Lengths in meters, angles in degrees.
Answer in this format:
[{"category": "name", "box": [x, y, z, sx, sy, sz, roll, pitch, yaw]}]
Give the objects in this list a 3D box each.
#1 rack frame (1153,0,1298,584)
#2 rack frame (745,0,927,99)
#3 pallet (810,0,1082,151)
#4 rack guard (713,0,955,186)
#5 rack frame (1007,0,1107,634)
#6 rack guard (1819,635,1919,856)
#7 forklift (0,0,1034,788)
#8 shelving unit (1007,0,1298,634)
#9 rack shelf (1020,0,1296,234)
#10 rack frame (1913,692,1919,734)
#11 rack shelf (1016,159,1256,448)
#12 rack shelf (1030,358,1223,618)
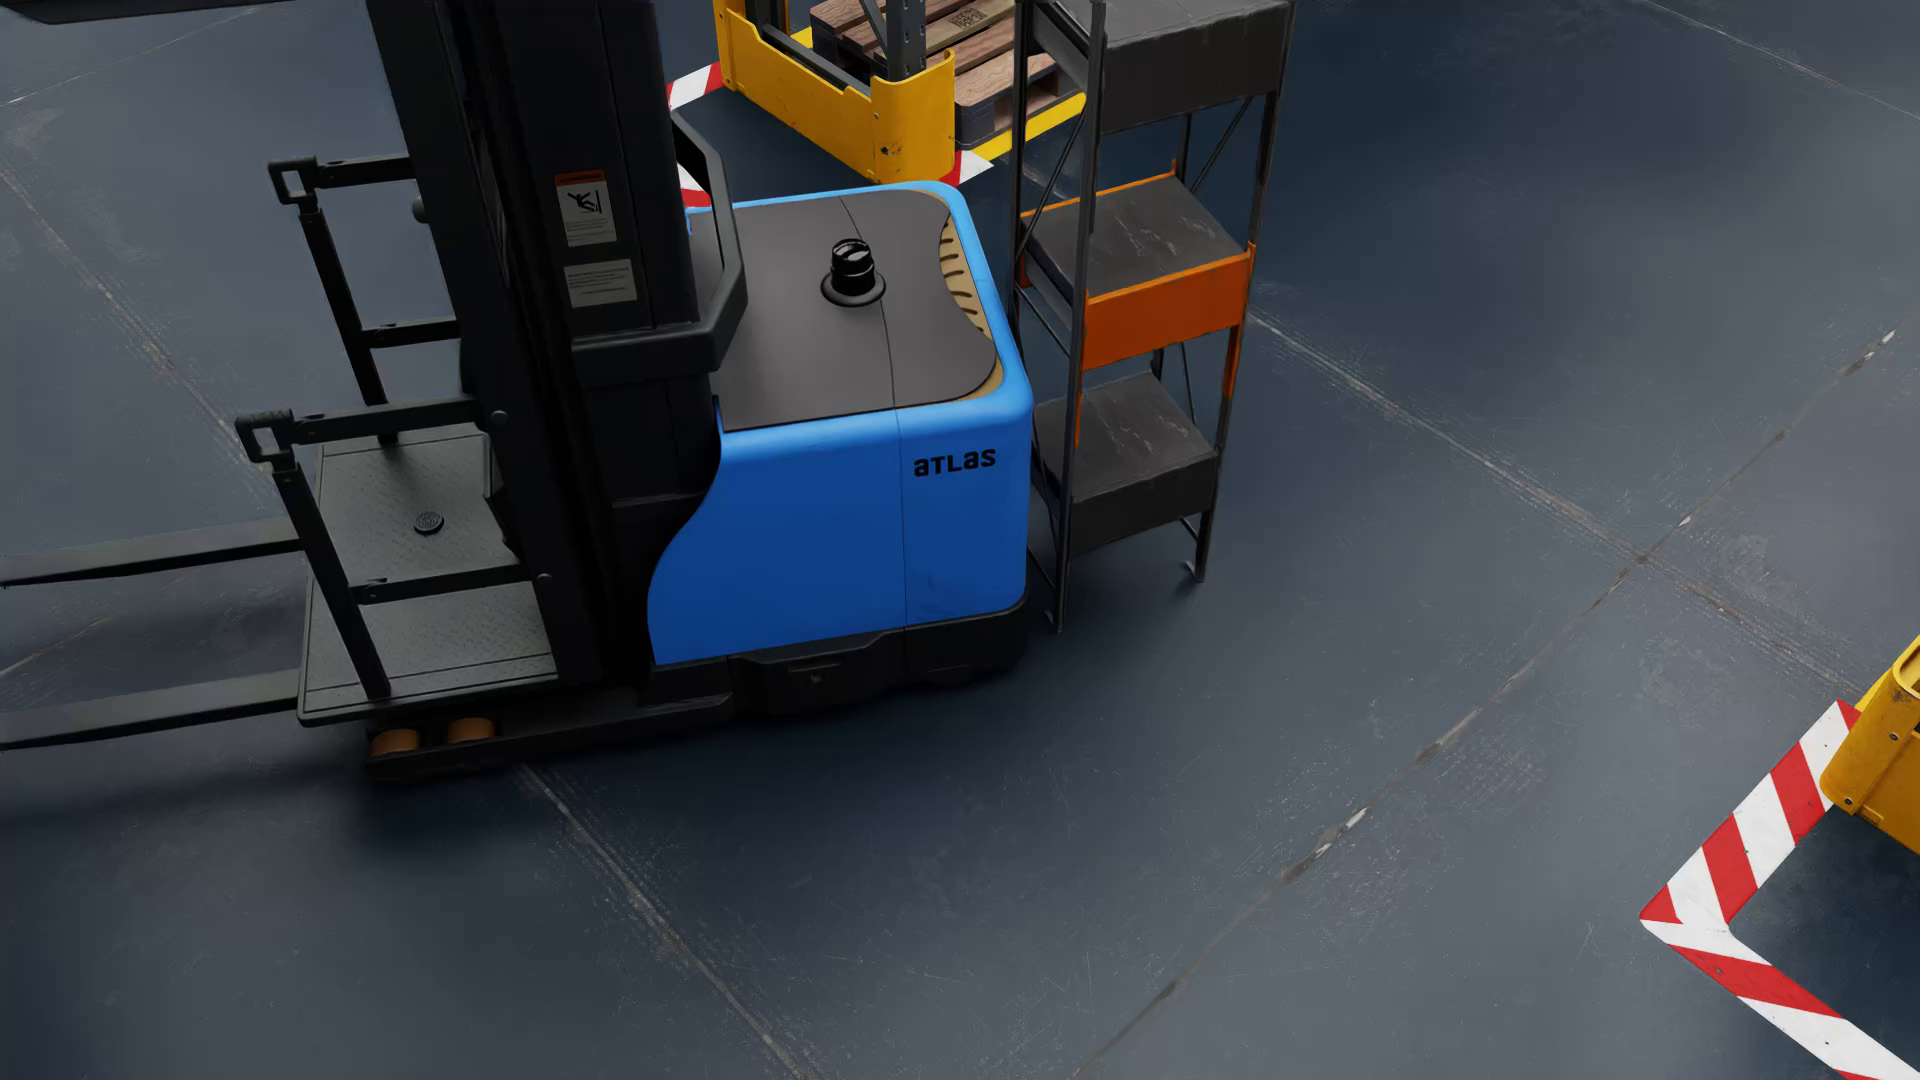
[{"category": "rack frame", "box": [0.662, -0.713, 4.479, 0.015, 2.100, 0.400, -18, 50, -16]}, {"category": "rack frame", "box": [-0.505, -2.755, 5.751, 0.127, 3.000, 1.000, -34, 56, -27]}, {"category": "pallet", "box": [0.131, -2.196, 7.133, 1.213, 0.211, 1.003, -34, 56, -27]}, {"category": "rack guard", "box": [-0.514, -1.889, 6.653, 0.348, 0.500, 1.175, -34, 56, -27]}, {"category": "rack frame", "box": [0.217, -0.565, 4.342, 0.015, 2.100, 0.400, -18, 50, -16]}, {"category": "rack guard", "box": [2.880, 0.750, 4.218, 0.348, 0.500, 1.175, -34, 56, -27]}, {"category": "forklift", "box": [-1.372, -0.741, 3.940, 3.031, 2.935, 1.130, -9, 48, -8]}, {"category": "shelving unit", "box": [0.439, -0.639, 4.411, 0.503, 2.100, 0.431, -18, 50, -16]}, {"category": "rack shelf", "box": [0.439, -1.104, 3.906, 0.480, 0.518, 0.431, -18, 50, -16]}, {"category": "rack frame", "box": [2.824, -0.060, 3.264, 0.127, 3.000, 1.000, -34, 56, -27]}, {"category": "rack shelf", "box": [0.439, -0.629, 4.421, 0.480, 0.518, 0.431, -18, 50, -16]}, {"category": "rack shelf", "box": [0.439, -0.155, 4.935, 0.480, 0.518, 0.431, -18, 50, -16]}]
